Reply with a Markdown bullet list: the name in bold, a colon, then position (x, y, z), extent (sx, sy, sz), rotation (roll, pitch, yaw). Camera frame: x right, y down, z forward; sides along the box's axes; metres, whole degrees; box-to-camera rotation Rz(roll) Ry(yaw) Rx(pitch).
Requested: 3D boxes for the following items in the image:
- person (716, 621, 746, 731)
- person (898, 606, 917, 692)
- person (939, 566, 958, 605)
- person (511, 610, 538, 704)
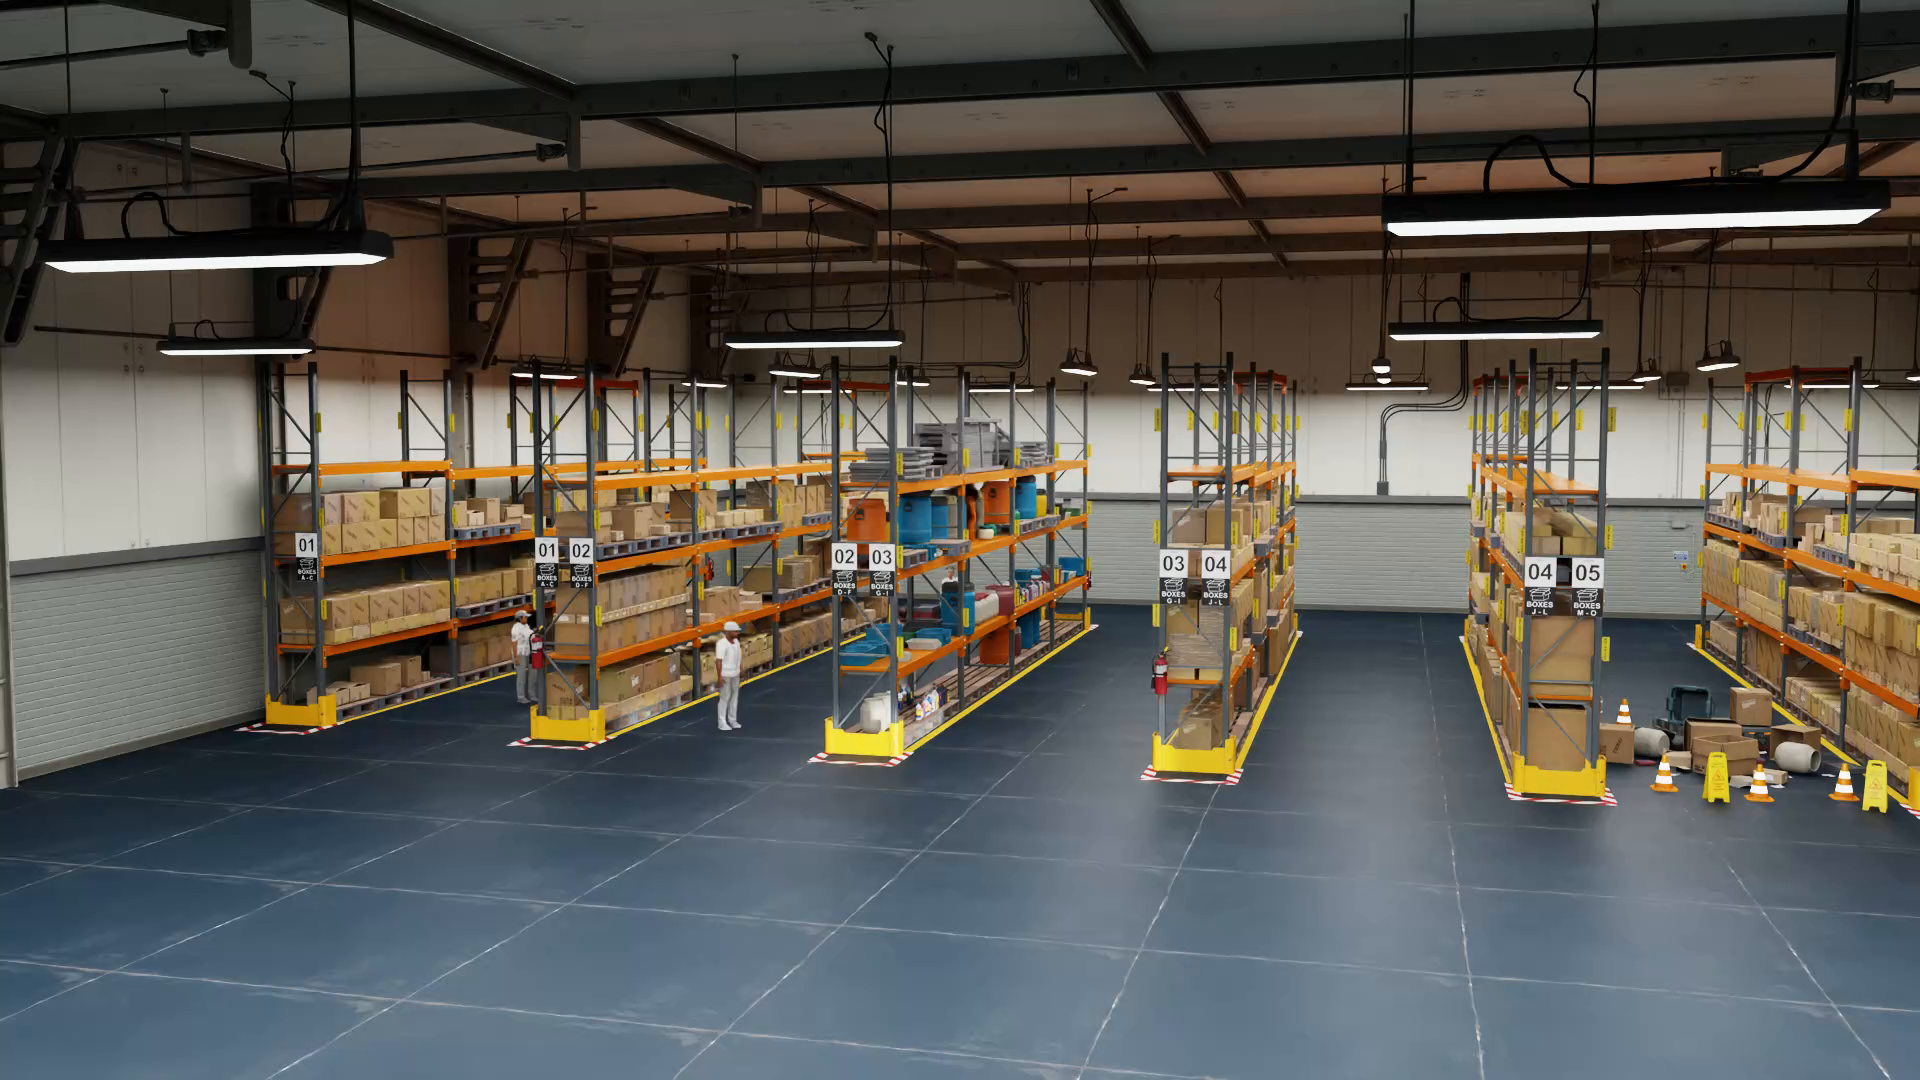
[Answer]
- **person**: position (-3.756, 2.207, 27.143), extent (0.418, 1.777, 0.597), rotation (2, 5, 27)
- **person**: position (-1.006, 2.021, 30.216), extent (0.488, 1.676, 0.538), rotation (-1, 4, -18)
- **person**: position (-0.235, 1.433, 38.991), extent (0.503, 1.639, 0.960), rotation (1, 4, 13)
- **person**: position (-7.794, 2.098, 29.839), extent (0.415, 1.705, 0.576), rotation (3, 5, 34)
